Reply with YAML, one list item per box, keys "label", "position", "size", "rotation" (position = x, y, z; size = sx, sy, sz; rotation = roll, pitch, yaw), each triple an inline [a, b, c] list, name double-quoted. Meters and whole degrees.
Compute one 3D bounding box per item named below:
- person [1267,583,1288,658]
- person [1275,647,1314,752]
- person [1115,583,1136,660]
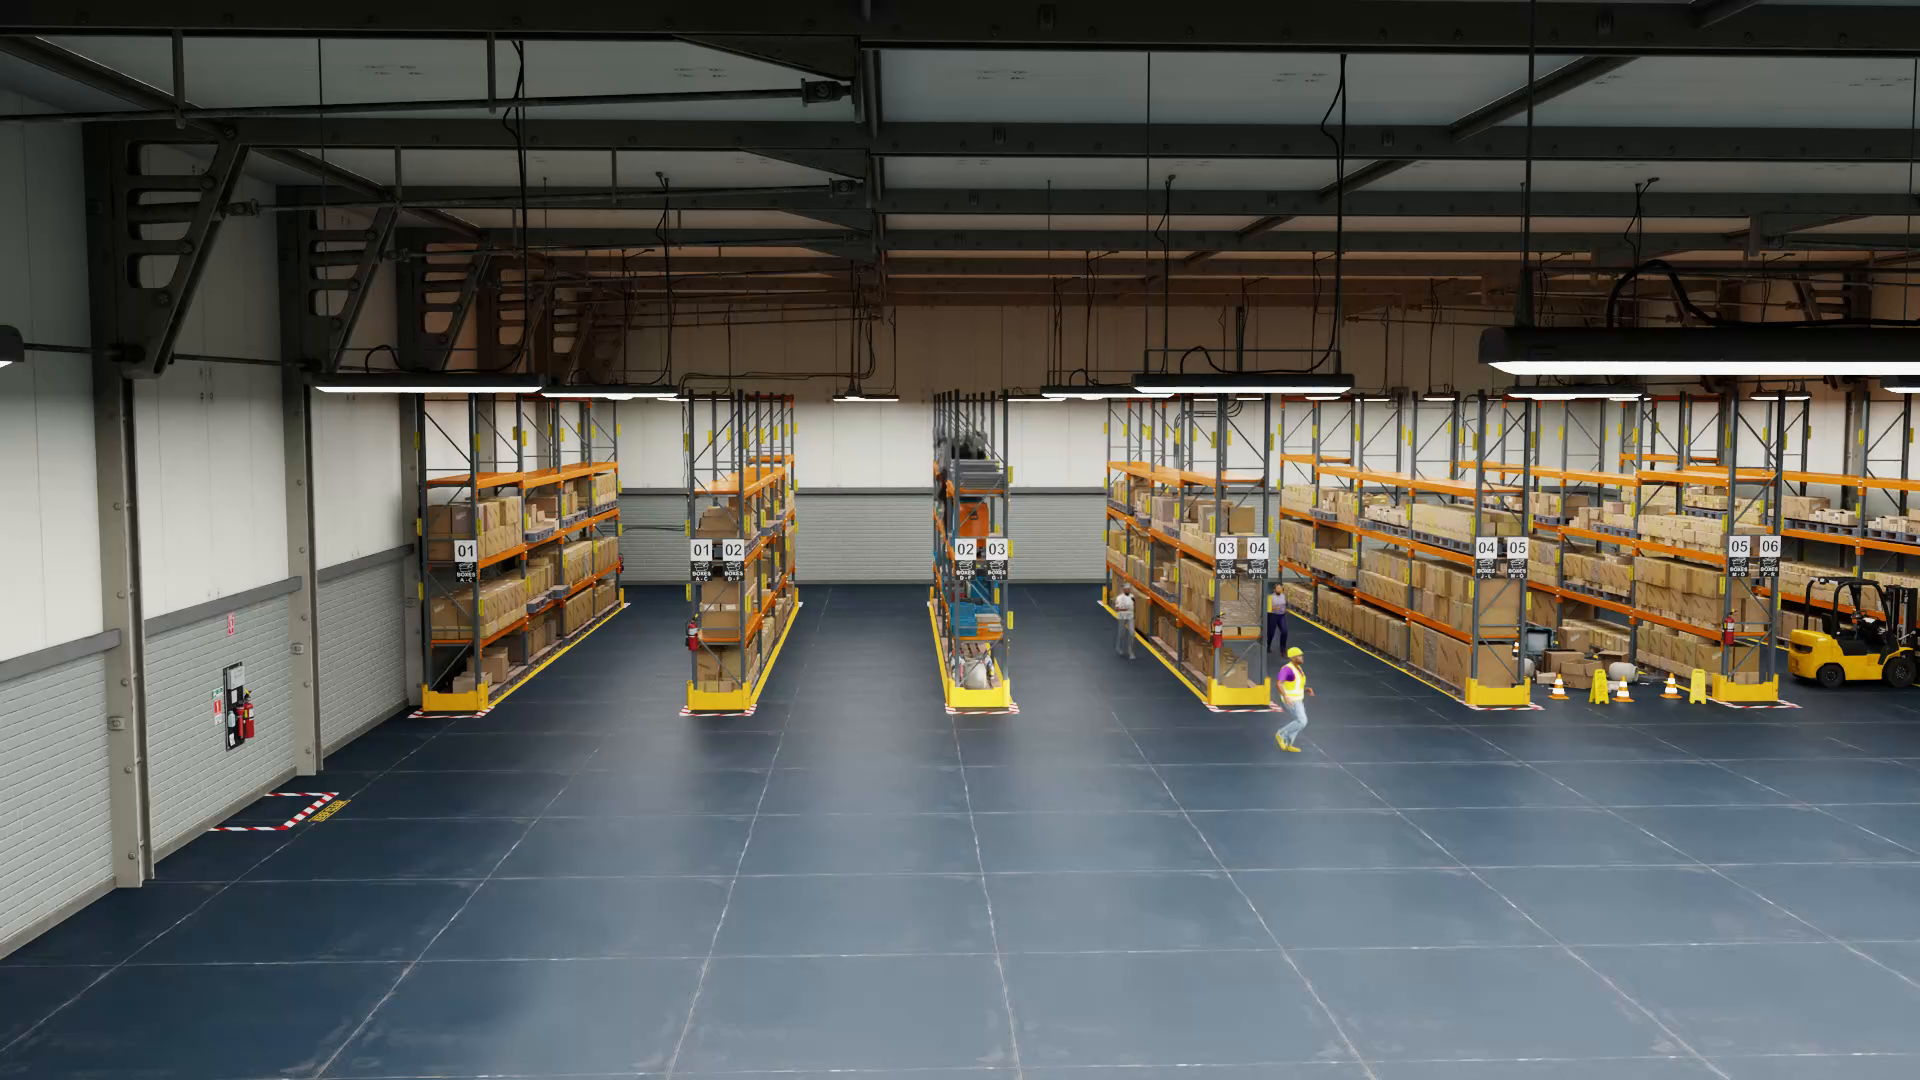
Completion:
- label: "person"
  position: [7.191, 1.823, 37.824]
  size: [0.550, 1.698, 0.821]
  rotation: [-1, 5, -9]
- label: "person"
  position: [5.508, 2.626, 27.385]
  size: [0.575, 1.730, 0.712]
  rotation: [2, 5, 27]
- label: "person"
  position: [3.749, 1.817, 37.607]
  size: [0.519, 1.741, 0.828]
  rotation: [-1, 5, -8]
